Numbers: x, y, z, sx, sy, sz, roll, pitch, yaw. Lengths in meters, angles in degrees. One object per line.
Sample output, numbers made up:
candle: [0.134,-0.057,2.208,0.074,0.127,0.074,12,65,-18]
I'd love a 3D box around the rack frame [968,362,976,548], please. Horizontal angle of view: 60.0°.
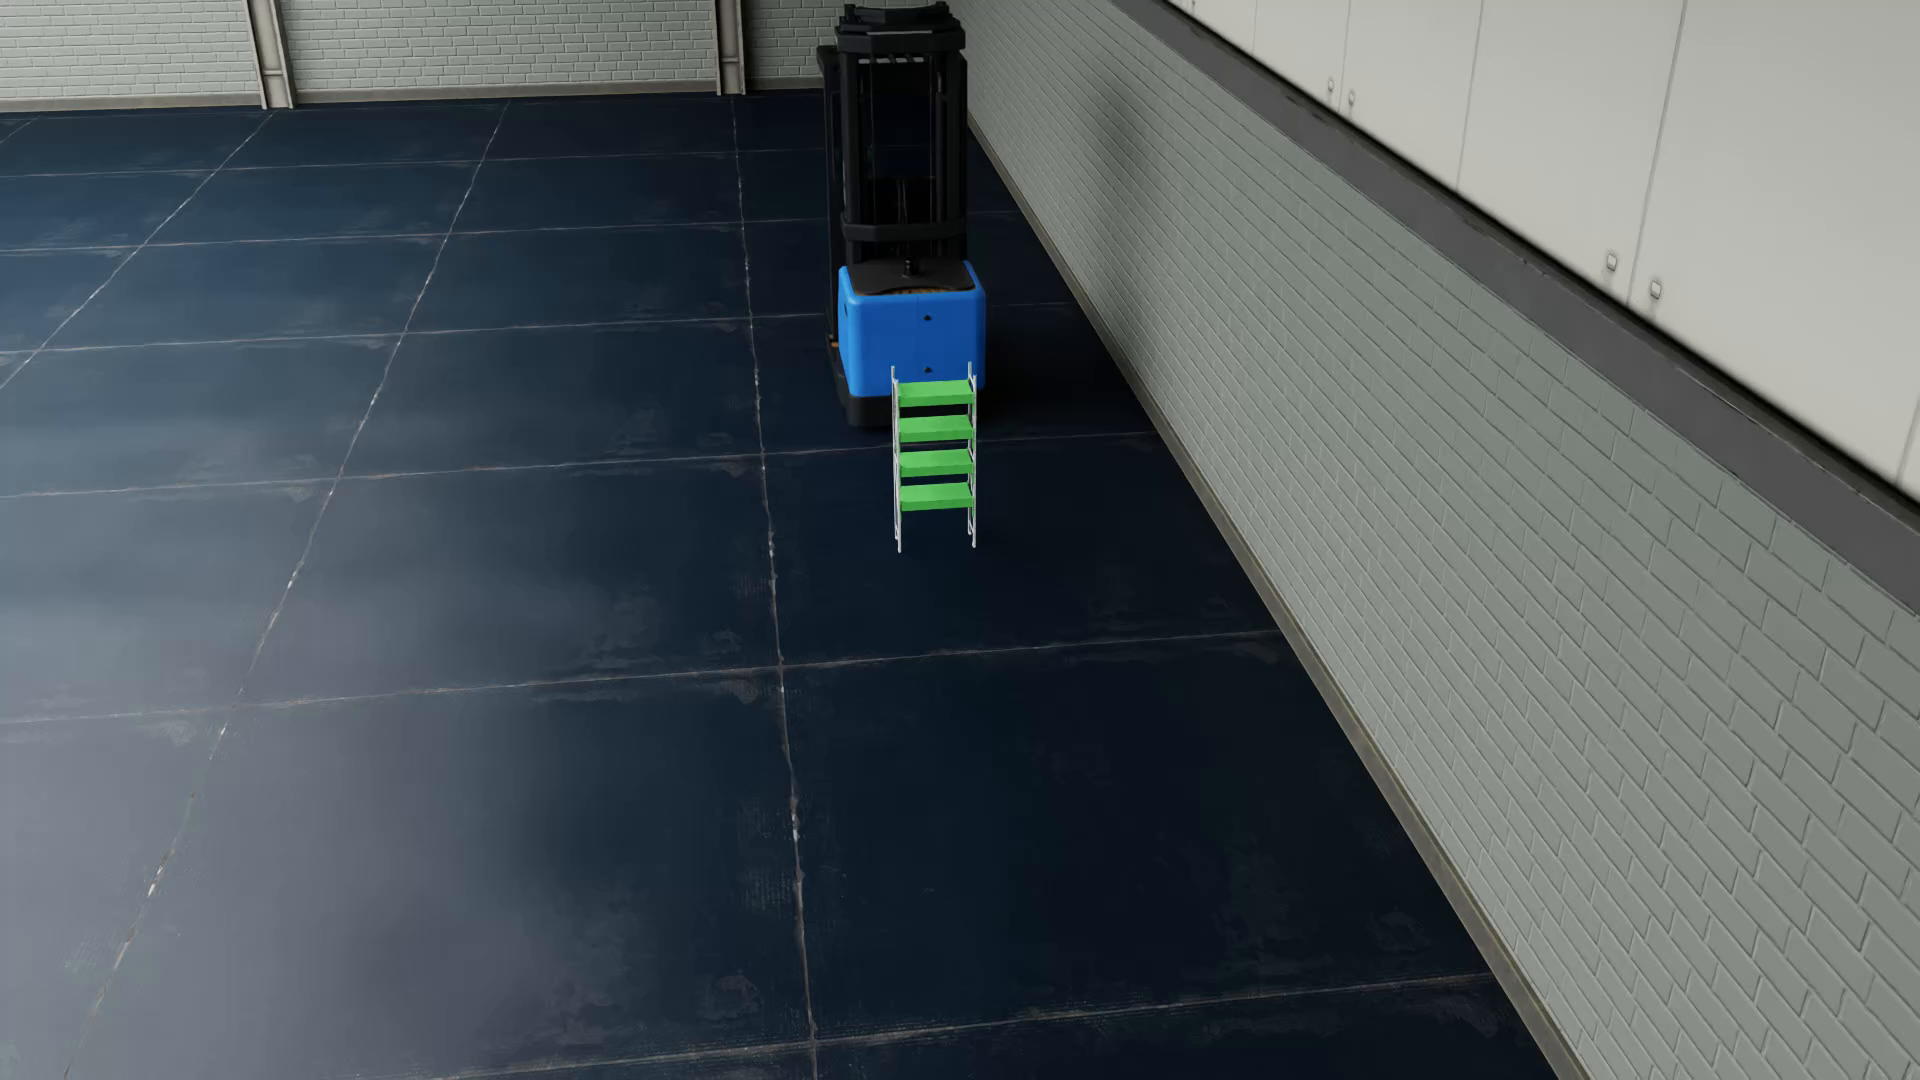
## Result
rack frame: [0.078,-0.539,10.688,0.015,1.200,0.240,-4,27,-7]

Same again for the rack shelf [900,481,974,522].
rack shelf: [-0.164,-0.253,10.797,0.480,0.148,0.258,-4,27,-7]

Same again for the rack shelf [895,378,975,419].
rack shelf: [-0.164,-0.894,10.468,0.480,0.148,0.258,-4,27,-7]

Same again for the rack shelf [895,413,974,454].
rack shelf: [-0.164,-0.680,10.578,0.480,0.148,0.258,-4,27,-7]

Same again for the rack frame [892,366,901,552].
rack frame: [-0.406,-0.508,10.628,0.015,1.200,0.240,-4,27,-7]

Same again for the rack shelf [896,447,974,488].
rack shelf: [-0.164,-0.466,10.687,0.480,0.148,0.258,-4,27,-7]

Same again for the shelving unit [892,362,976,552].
shelving unit: [-0.164,-0.523,10.658,0.503,1.200,0.258,-4,27,-7]

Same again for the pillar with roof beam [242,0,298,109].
pillar with roof beam: [-8.506,-7.875,16.442,0.400,9.000,9.100,-4,27,-7]

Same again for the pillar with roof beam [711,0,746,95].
pillar with roof beam: [-2.565,-8.256,17.186,0.400,9.000,9.100,-4,27,-7]

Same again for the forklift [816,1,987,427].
forklift: [-0.526,-2.794,13.188,1.130,2.935,3.031,-4,27,-8]
